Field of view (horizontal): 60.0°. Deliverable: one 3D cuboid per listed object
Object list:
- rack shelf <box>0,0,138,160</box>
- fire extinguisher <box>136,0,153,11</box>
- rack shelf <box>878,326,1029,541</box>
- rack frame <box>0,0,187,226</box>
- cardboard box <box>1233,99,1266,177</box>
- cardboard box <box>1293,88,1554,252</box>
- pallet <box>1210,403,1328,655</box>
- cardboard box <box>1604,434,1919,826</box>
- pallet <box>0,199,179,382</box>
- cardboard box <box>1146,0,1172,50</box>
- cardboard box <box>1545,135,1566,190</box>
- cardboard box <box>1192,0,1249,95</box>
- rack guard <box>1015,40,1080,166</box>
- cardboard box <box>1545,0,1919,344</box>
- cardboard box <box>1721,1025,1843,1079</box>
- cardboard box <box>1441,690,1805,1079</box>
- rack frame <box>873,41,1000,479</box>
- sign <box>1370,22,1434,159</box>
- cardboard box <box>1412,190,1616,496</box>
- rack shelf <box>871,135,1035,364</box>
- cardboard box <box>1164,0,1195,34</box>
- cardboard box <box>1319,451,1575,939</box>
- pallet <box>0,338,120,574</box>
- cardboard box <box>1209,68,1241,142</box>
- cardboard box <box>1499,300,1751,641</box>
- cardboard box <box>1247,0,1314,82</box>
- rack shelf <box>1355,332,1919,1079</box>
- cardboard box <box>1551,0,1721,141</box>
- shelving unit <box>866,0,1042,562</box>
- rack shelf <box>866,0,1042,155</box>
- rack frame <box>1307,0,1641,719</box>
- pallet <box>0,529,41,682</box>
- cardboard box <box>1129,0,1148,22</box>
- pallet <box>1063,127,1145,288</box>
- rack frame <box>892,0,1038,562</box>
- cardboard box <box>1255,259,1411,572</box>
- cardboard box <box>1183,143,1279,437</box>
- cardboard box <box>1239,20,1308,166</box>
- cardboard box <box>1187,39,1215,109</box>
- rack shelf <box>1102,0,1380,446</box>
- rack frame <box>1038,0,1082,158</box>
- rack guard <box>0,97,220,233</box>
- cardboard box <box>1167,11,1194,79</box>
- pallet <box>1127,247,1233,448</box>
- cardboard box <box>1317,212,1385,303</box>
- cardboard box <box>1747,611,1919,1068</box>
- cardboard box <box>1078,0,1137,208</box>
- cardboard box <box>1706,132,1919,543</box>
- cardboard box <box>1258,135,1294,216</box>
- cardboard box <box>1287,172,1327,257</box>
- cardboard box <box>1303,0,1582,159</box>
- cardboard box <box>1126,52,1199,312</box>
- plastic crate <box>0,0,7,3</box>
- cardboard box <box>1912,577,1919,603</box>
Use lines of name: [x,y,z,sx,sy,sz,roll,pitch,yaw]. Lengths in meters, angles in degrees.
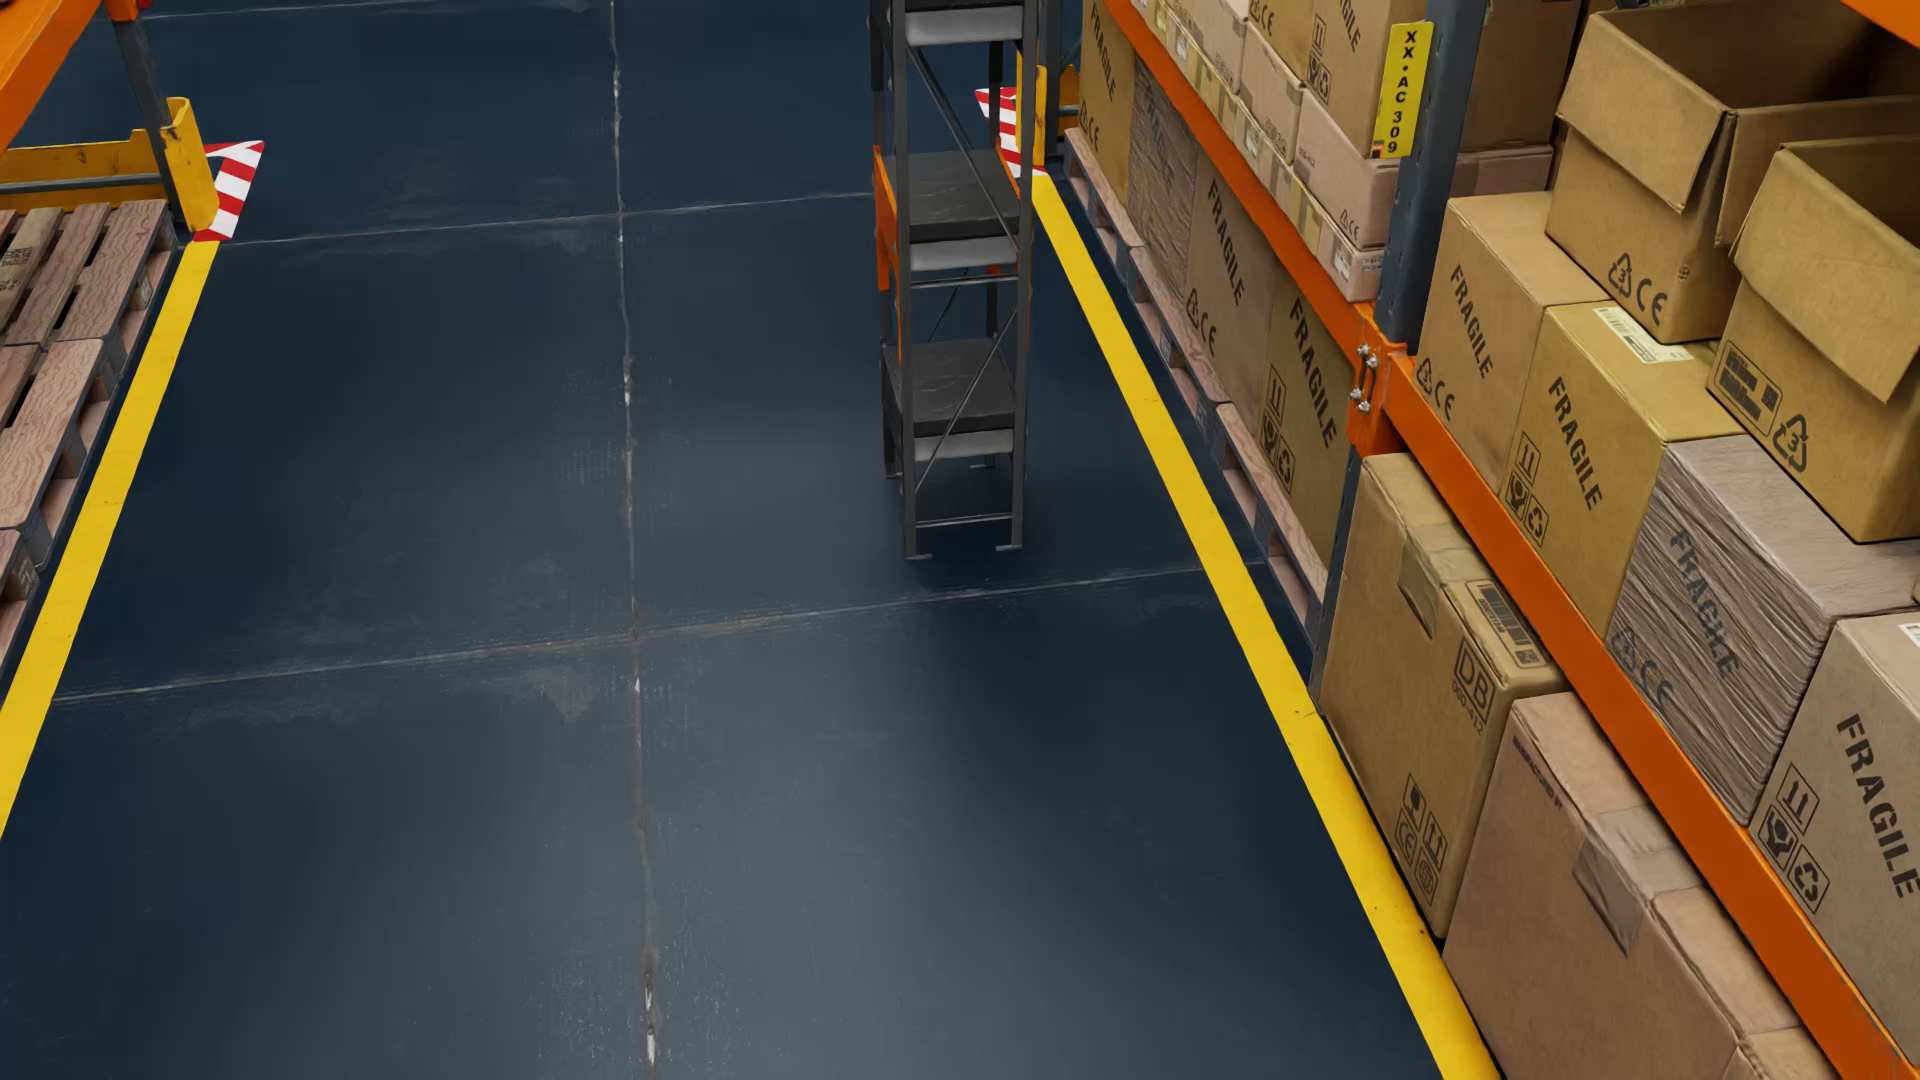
rack shelf: [-3.650,-1.125,5.339,1.077,0.370,4.000,-6,38,-8]
fire extinguisher: [-3.580,-2.579,6.992,0.296,0.674,0.183,-6,38,-8]
rack shelf: [-0.029,-0.366,5.672,0.431,0.518,0.480,-6,38,-8]
rack frame: [-4.001,-2.617,6.673,1.000,3.000,0.127,-6,38,-8]
cardboard box: [1.065,-1.249,5.118,0.380,0.149,0.250,-6,38,-7]
cardboard box: [1.241,-1.030,4.511,0.500,0.250,0.500,-7,38,-9]
pallet: [1.520,-0.100,5.707,1.003,0.211,1.213,-6,38,-8]
cardboard box: [1.587,0.138,3.046,0.500,0.500,0.500,-7,38,-9]
pallet: [-3.895,-1.013,6.882,1.003,0.211,1.213,-6,38,-8]
cardboard box: [0.884,-1.872,5.919,0.380,0.149,0.250,-7,38,-9]
cardboard box: [1.752,-1.104,4.606,0.500,0.250,0.500,-7,38,-9]
cardboard box: [1.058,-1.651,5.310,0.500,0.250,0.500,-5,38,-7]
rack guard: [0.871,-2.177,8.145,1.175,0.500,0.348,-6,38,-8]
cardboard box: [1.697,-0.784,3.415,0.797,0.503,0.637,-7,38,-9]
cardboard box: [2.029,1.397,2.896,1.225,0.875,0.875,-6,38,-8]
cardboard box: [1.866,0.864,3.583,1.225,0.875,0.875,-7,38,-10]
rack frame: [-0.072,-1.077,5.424,0.400,2.100,0.015,-6,38,-8]
sign: [1.030,-1.046,3.881,0.100,0.325,0.005,-6,38,-8]
cardboard box: [1.411,-0.468,3.826,0.500,0.500,0.500,-6,38,-8]
rack shelf: [-0.029,-0.918,5.243,0.431,0.518,0.480,-6,38,-8]
cardboard box: [0.972,-1.957,5.704,0.500,0.250,0.500,-7,38,-9]
cardboard box: [1.708,0.324,4.277,1.225,0.875,0.875,-6,38,-8]
pallet: [-3.684,-0.278,5.936,1.003,0.211,1.213,-6,38,-8]
cardboard box: [1.020,-1.405,5.318,0.380,0.149,0.250,-6,38,-7]
cardboard box: [1.500,-0.165,3.436,0.500,0.500,0.500,-6,38,-8]
cardboard box: [1.149,-1.640,4.684,0.500,0.500,0.500,-6,38,-7]
rack shelf: [1.927,0.759,2.915,1.077,0.370,4.000,-6,38,-8]
cardboard box: [1.744,-1.405,4.382,0.500,0.500,0.500,-6,38,-8]
shelving unit: [-0.029,-0.929,5.235,0.431,2.100,0.503,-6,38,-8]
rack shelf: [-0.029,-1.471,4.813,0.431,0.518,0.480,-6,38,-8]
rack frame: [1.576,-0.734,4.249,1.000,3.000,0.127,-6,38,-8]
pallet: [-3.467,0.460,4.985,1.003,0.211,1.213,-6,38,-8]
cardboard box: [0.840,-2.024,6.115,0.380,0.149,0.250,-7,38,-8]
pallet: [1.092,-1.574,7.604,1.003,0.211,1.213,-6,38,-8]
rack frame: [0.014,-0.782,5.045,0.400,2.100,0.015,-6,38,-8]
cardboard box: [1.540,-0.468,5.296,0.875,0.875,0.875,-6,38,-8]
cardboard box: [1.382,-1.011,5.996,0.875,0.875,0.875,-6,38,-8]
cardboard box: [1.148,-1.343,4.913,0.500,0.250,0.500,-5,38,-7]
cardboard box: [0.975,-1.559,5.517,0.380,0.149,0.250,-7,38,-9]
rack shelf: [1.226,-1.657,6.025,1.077,0.370,4.000,-6,38,-8]
rack frame: [0.875,-3.150,7.359,1.000,3.000,0.127,-6,38,-8]
rack guard: [-4.018,-1.643,7.457,1.175,0.500,0.348,-6,38,-8]
cardboard box: [0.931,-1.713,5.715,0.380,0.149,0.250,-6,38,-7]
pallet: [1.303,-0.839,6.657,1.003,0.211,1.213,-6,38,-8]
cardboard box: [1.201,-0.783,4.518,0.380,0.149,0.250,-6,38,-8]
cardboard box: [1.683,0.449,2.646,0.500,0.500,0.500,-6,38,-7]
cardboard box: [1.066,-2.098,7.396,0.875,0.875,0.875,-6,38,-8]
cardboard box: [1.805,-0.369,2.880,0.797,0.503,0.637,-6,38,-7]
cardboard box: [1.110,-1.094,4.918,0.380,0.149,0.250,-7,38,-9]
cardboard box: [1.155,-0.939,4.719,0.380,0.149,0.250,-6,38,-7]
cardboard box: [1.233,-1.337,4.294,0.500,0.500,0.500,-5,38,-7]
cardboard box: [1.226,-1.549,6.688,0.875,0.875,0.875,-6,38,-8]
plastic crate: [-3.680,-2.063,6.127,0.396,0.136,0.243,-6,38,-8]
cardboard box: [1.930,0.005,2.399,0.797,0.503,0.637,-5,38,-6]
